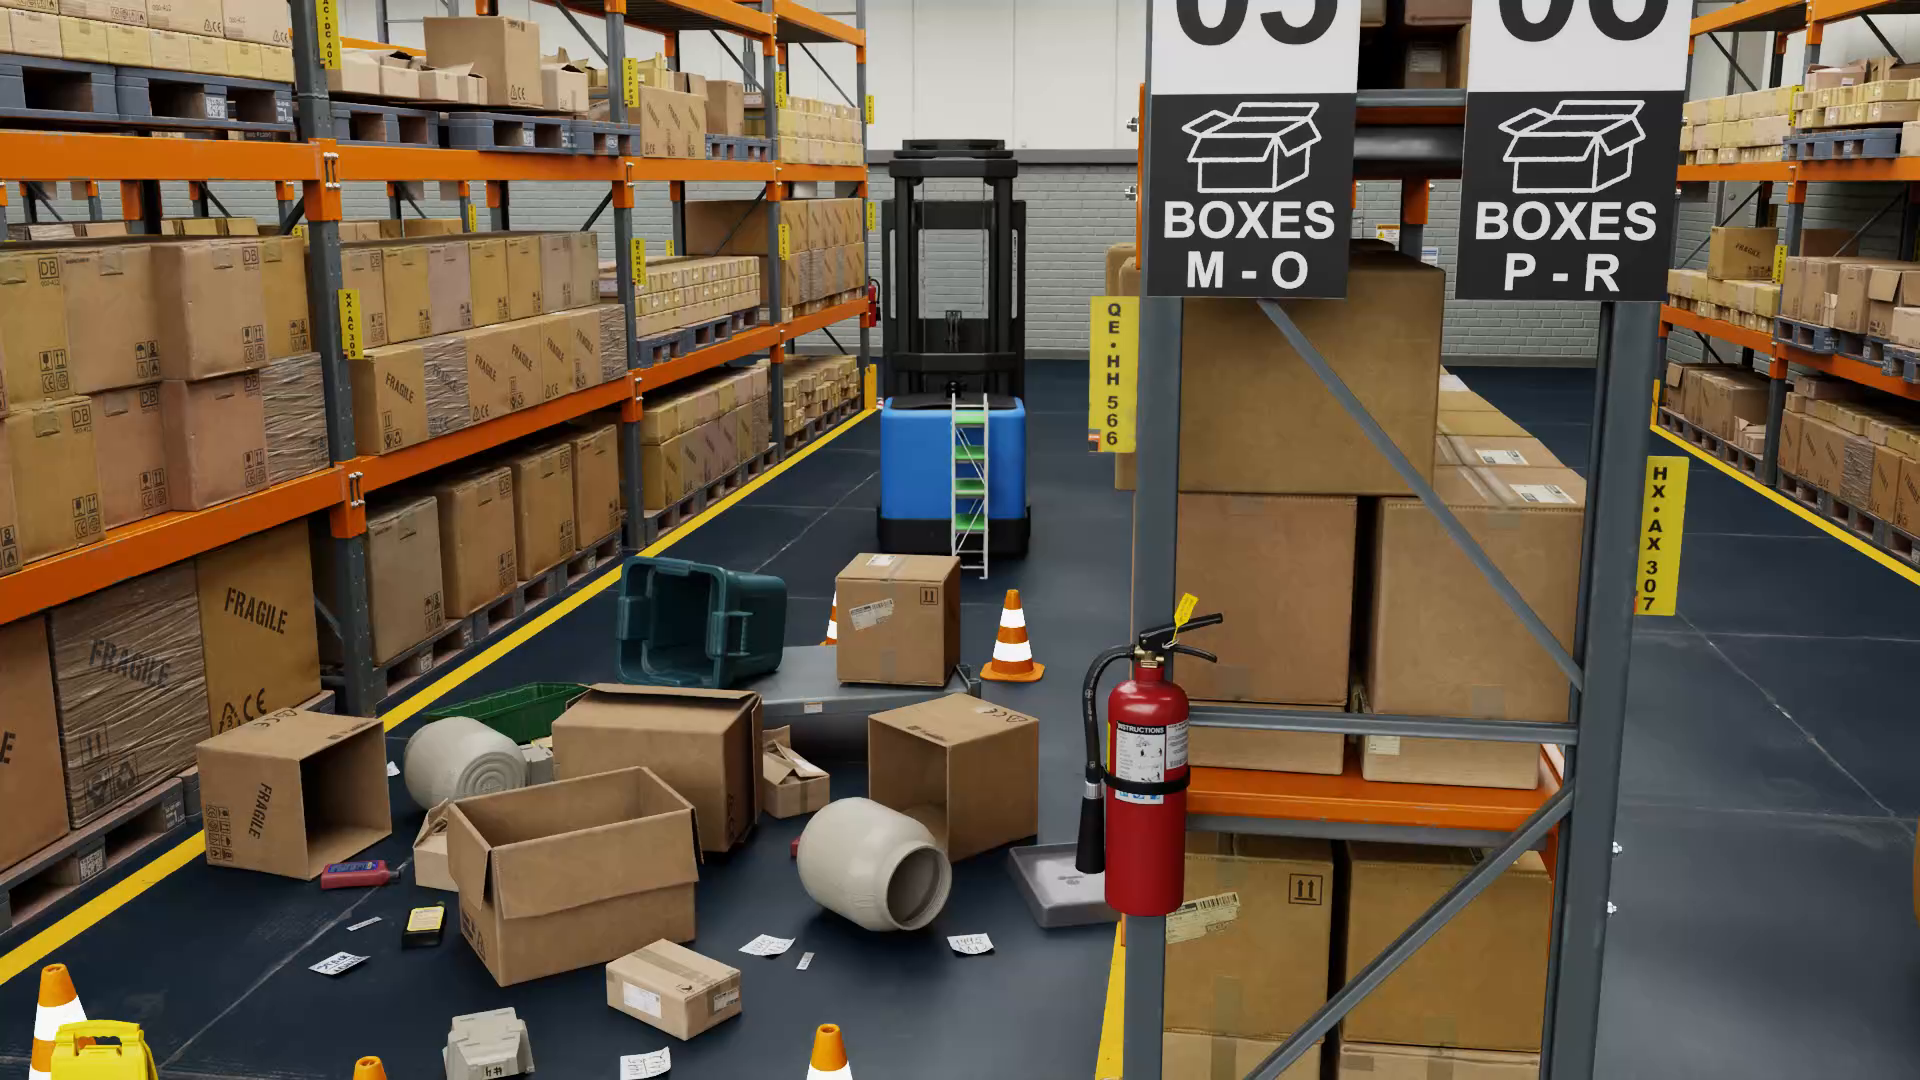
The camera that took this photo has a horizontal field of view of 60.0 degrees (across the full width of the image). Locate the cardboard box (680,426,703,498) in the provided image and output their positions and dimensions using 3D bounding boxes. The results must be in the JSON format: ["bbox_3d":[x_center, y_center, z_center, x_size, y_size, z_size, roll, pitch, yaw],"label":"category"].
[{"bbox_3d":[-2.376,-0.633,13.249,0.500,0.500,0.500,2,12,9],"label":"cardboard box"}]

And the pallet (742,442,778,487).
[{"bbox_3d":[-2.313,-0.714,15.305,1.003,0.211,1.213,2,12,9],"label":"pallet"}]

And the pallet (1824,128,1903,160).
[{"bbox_3d":[7.291,-2.965,12.456,1.213,0.211,1.003,2,12,9],"label":"pallet"}]

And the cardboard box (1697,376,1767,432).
[{"bbox_3d":[7.694,-1.348,16.564,0.500,0.500,0.500,2,12,10],"label":"cardboard box"}]

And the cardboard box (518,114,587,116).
[{"bbox_3d":[-2.685,-2.881,10.942,0.380,0.166,0.250,2,12,9],"label":"cardboard box"}]

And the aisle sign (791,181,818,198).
[{"bbox_3d":[-1.865,-4.367,19.468,0.394,0.787,0.004,2,12,9],"label":"aisle sign"}]

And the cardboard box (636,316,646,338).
[{"bbox_3d":[-2.542,-1.575,12.283,0.380,0.149,0.250,2,12,8],"label":"cardboard box"}]

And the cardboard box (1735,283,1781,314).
[{"bbox_3d":[7.516,-2.230,15.373,0.500,0.250,0.500,2,12,9],"label":"cardboard box"}]

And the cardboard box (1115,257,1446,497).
[{"bbox_3d":[0.729,-0.398,3.904,0.700,0.500,0.500,2,12,7],"label":"cardboard box"}]

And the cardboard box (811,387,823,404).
[{"bbox_3d":[-1.660,-1.532,17.545,0.380,0.149,0.250,2,12,8],"label":"cardboard box"}]

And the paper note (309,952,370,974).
[{"bbox_3d":[-2.128,1.448,5.704,0.144,0.017,0.142,7,14,28],"label":"paper note"}]

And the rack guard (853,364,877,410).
[{"bbox_3d":[-1.592,-1.834,19.817,1.175,0.500,0.348,2,12,9],"label":"rack guard"}]

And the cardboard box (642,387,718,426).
[{"bbox_3d":[-2.298,-1.100,13.635,0.500,0.250,0.500,2,12,9],"label":"cardboard box"}]

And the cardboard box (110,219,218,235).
[{"bbox_3d":[-7.288,-2.684,15.211,0.797,0.503,0.637,2,12,9],"label":"cardboard box"}]

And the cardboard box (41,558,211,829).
[{"bbox_3d":[-3.726,0.576,6.747,0.875,0.875,0.875,2,12,9],"label":"cardboard box"}]

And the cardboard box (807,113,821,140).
[{"bbox_3d":[-1.712,-4.177,16.803,0.500,0.250,0.500,2,12,10],"label":"cardboard box"}]

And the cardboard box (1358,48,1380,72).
[{"bbox_3d":[1.349,-1.449,4.627,0.500,0.250,0.500,2,12,10],"label":"cardboard box"}]

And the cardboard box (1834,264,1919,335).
[{"bbox_3d":[7.121,-1.829,12.627,0.700,0.500,0.500,2,12,8],"label":"cardboard box"}]

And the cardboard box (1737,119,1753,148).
[{"bbox_3d":[7.603,-3.801,15.543,0.500,0.250,0.500,2,12,10],"label":"cardboard box"}]

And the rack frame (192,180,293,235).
[{"bbox_3d":[-7.081,-2.421,16.606,1.000,3.000,0.127,2,12,9],"label":"rack frame"}]

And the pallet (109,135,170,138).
[{"bbox_3d":[-7.480,-3.331,14.157,1.003,0.211,1.213,2,12,11],"label":"pallet"}]

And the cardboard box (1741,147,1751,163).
[{"bbox_3d":[7.616,-3.632,15.705,0.380,0.149,0.250,2,12,9],"label":"cardboard box"}]

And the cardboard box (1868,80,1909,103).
[{"bbox_3d":[6.959,-3.312,12.279,0.380,0.149,0.250,2,12,9],"label":"cardboard box"}]

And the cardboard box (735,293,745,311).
[{"bbox_3d":[-2.140,-2.127,14.840,0.380,0.149,0.250,2,12,8],"label":"cardboard box"}]

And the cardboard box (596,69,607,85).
[{"bbox_3d":[-2.827,-3.657,13.167,0.396,0.266,0.258,2,12,9],"label":"cardboard box"}]

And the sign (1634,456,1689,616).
[{"bbox_3d":[1.402,-0.007,3.353,0.100,0.325,0.005,2,12,9],"label":"sign"}]

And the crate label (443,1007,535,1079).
[{"bbox_3d":[-1.432,1.536,5.043,0.250,0.136,0.298,-5,13,-21],"label":"crate label"}]

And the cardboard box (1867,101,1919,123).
[{"bbox_3d":[6.967,-3.167,12.312,0.380,0.149,0.250,2,12,10],"label":"cardboard box"}]

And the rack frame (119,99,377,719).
[{"bbox_3d":[-3.425,-0.574,8.036,1.000,3.000,0.127,2,12,9],"label":"rack frame"}]

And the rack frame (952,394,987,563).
[{"bbox_3d":[0.066,-0.423,11.608,0.240,1.200,0.015,0,12,0],"label":"rack frame"}]

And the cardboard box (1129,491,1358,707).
[{"bbox_3d":[0.677,0.082,4.049,0.500,0.500,0.500,2,12,8],"label":"cardboard box"}]

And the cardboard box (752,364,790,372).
[{"bbox_3d":[-2.093,-1.855,18.338,0.380,0.149,0.250,2,12,11],"label":"cardboard box"}]

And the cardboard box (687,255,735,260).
[{"bbox_3d":[-2.400,-2.543,16.231,0.500,0.500,0.500,2,12,9],"label":"cardboard box"}]

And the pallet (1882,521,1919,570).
[{"bbox_3d":[7.154,0.102,11.519,1.003,0.211,1.213,2,12,9],"label":"pallet"}]

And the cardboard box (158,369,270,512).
[{"bbox_3d":[-3.533,-0.455,7.127,0.875,0.550,0.550,2,12,9],"label":"cardboard box"}]

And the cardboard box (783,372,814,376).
[{"bbox_3d":[-1.749,-1.681,17.531,0.380,0.149,0.250,1,12,6],"label":"cardboard box"}]

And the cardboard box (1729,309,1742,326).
[{"bbox_3d":[7.530,-2.109,15.756,0.380,0.149,0.250,2,12,8],"label":"cardboard box"}]

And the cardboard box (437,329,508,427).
[{"bbox_3d":[-2.922,-0.932,9.463,0.500,0.500,0.500,2,12,8],"label":"cardboard box"}]

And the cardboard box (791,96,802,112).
[{"bbox_3d":[-1.769,-4.286,16.366,0.380,0.149,0.250,2,12,7],"label":"cardboard box"}]

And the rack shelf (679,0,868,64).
[{"bbox_3d":[-1.888,-5.235,17.139,1.077,0.370,4.000,2,12,9],"label":"rack shelf"}]

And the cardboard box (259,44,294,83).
[{"bbox_3d":[-3.166,-2.085,7.291,0.380,0.149,0.250,2,12,8],"label":"cardboard box"}]

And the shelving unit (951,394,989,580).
[{"bbox_3d":[0.066,-0.371,11.369,0.258,1.200,0.503,0,12,0],"label":"shelving unit"}]

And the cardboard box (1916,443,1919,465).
[{"bbox_3d":[6.839,-0.576,11.444,0.380,0.149,0.250,1,12,6],"label":"cardboard box"}]

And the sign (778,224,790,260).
[{"bbox_3d":[-1.646,-2.788,15.561,0.100,0.325,0.005,2,12,9],"label":"sign"}]

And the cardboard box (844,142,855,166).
[{"bbox_3d":[-1.460,-4.255,18.353,0.500,0.250,0.500,2,12,9],"label":"cardboard box"}]

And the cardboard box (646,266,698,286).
[{"bbox_3d":[-2.347,-2.143,13.506,0.380,0.149,0.250,2,12,10],"label":"cardboard box"}]

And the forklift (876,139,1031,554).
[{"bbox_3d":[-0.048,-1.593,12.926,1.130,2.935,3.031,0,12,0],"label":"forklift"}]

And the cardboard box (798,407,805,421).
[{"bbox_3d":[-1.804,-1.279,17.080,0.380,0.149,0.250,2,12,7],"label":"cardboard box"}]

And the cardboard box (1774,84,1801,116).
[{"bbox_3d":[7.457,-3.835,14.513,0.500,0.250,0.500,2,12,9],"label":"cardboard box"}]

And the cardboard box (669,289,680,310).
[{"bbox_3d":[-2.422,-1.893,13.051,0.380,0.149,0.250,2,12,9],"label":"cardboard box"}]

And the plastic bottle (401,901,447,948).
[{"bbox_3d":[-1.919,1.374,5.973,0.133,0.061,0.283,-2,12,-11],"label":"plastic bottle"}]

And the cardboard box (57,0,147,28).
[{"bbox_3d":[-3.404,-2.046,6.164,0.500,0.250,0.500,2,12,8],"label":"cardboard box"}]

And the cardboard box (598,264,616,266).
[{"bbox_3d":[-2.946,-2.220,13.861,0.380,0.149,0.250,2,12,10],"label":"cardboard box"}]

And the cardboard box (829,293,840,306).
[{"bbox_3d":[-1.536,-2.661,18.317,0.380,0.149,0.250,1,12,6],"label":"cardboard box"}]

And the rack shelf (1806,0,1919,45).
[{"bbox_3d":[7.309,-3.909,11.928,1.077,0.370,4.000,2,12,9],"label":"rack shelf"}]

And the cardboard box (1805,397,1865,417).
[{"bbox_3d":[7.333,-1.114,13.939,0.380,0.149,0.250,2,12,7],"label":"cardboard box"}]
